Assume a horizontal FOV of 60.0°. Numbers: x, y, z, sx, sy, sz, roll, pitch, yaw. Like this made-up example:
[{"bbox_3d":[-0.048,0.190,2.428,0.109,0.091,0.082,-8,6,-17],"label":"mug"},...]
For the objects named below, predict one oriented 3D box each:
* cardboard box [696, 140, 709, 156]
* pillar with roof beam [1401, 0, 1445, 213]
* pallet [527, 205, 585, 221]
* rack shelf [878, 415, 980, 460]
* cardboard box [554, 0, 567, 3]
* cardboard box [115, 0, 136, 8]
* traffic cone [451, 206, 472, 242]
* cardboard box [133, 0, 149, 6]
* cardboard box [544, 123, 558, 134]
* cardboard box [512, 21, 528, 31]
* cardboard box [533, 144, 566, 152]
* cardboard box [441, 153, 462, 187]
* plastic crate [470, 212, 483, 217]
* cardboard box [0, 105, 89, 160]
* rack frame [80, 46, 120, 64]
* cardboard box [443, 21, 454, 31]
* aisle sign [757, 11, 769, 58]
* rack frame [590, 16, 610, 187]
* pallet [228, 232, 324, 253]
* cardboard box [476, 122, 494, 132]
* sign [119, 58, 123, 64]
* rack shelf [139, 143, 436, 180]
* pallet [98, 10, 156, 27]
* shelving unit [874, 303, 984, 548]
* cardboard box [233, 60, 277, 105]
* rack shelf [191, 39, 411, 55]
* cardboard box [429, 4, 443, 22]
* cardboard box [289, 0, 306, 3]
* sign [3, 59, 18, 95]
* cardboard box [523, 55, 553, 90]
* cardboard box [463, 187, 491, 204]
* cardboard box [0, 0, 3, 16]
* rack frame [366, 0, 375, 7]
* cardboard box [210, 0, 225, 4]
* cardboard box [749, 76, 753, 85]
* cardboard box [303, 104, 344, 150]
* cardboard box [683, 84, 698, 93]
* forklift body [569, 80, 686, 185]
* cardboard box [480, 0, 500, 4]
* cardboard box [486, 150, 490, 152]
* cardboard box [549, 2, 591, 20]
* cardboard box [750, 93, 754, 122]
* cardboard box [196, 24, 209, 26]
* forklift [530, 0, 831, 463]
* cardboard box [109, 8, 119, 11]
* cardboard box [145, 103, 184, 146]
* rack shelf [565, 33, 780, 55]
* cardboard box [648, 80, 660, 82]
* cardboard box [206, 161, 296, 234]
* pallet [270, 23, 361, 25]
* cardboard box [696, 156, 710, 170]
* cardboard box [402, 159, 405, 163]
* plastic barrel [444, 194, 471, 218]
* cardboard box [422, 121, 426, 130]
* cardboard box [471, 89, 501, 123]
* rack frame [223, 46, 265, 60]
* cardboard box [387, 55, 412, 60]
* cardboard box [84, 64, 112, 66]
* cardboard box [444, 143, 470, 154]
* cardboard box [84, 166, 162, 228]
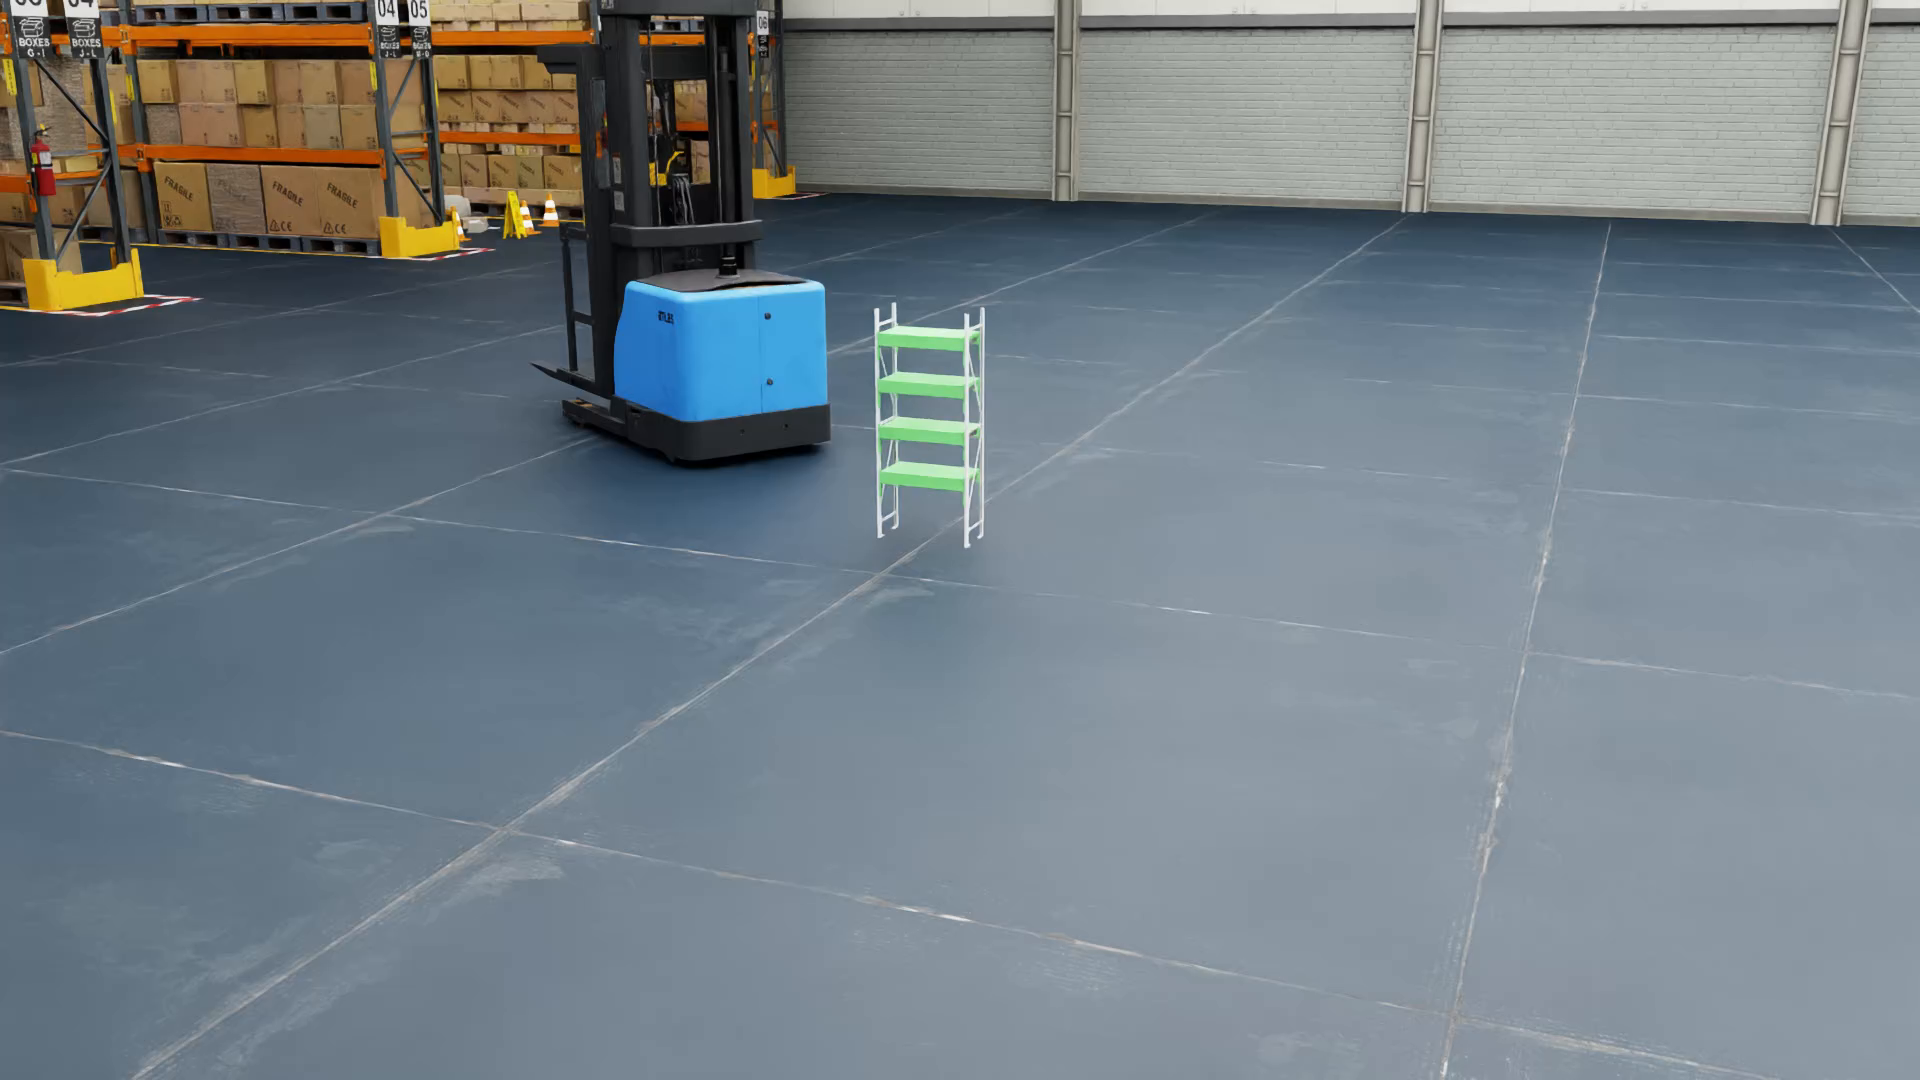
[{"bbox_3d":[-4.438,-7.104,30.148,0.500,0.250,0.500,7,17,22],"label":"cardboard box"},{"bbox_3d":[5.848,-8.567,22.044,0.400,9.000,9.100,6,17,21],"label":"pillar with roof beam"},{"bbox_3d":[-6.049,-5.199,26.202,1.213,0.211,1.003,6,17,21],"label":"pallet"},{"bbox_3d":[-0.154,-0.532,8.583,0.480,0.148,0.258,6,17,21],"label":"rack shelf"},{"bbox_3d":[-5.885,-8.135,24.955,0.250,0.149,0.380,7,17,22],"label":"cardboard box"},{"bbox_3d":[-11.149,-7.305,22.384,0.396,0.266,0.258,6,17,20],"label":"cardboard box"},{"bbox_3d":[-6.931,-4.348,22.820,0.334,0.463,0.336,6,17,21],"label":"traffic cone"},{"bbox_3d":[-10.465,-6.997,21.533,0.250,0.149,0.380,6,17,20],"label":"cardboard box"},{"bbox_3d":[-6.169,-6.329,25.544,0.250,0.149,0.380,6,17,20],"label":"cardboard box"},{"bbox_3d":[-6.609,-7.831,25.338,0.250,0.149,0.380,6,17,20],"label":"cardboard box"},{"bbox_3d":[-7.628,-7.246,31.760,0.625,0.625,0.875,7,18,23],"label":"cardboard box"},{"bbox_3d":[-8.005,-5.906,26.471,0.500,0.500,0.500,7,18,23],"label":"cardboard box"},{"bbox_3d":[-7.797,-5.071,25.999,0.583,0.080,0.402,0,16,1],"label":"plastic crate"},{"bbox_3d":[-9.373,-4.122,16.778,0.500,0.500,0.875,6,17,21],"label":"cardboard box"},{"bbox_3d":[-18.302,-9.362,35.542,0.127,3.000,1.000,6,17,21],"label":"rack frame"},{"bbox_3d":[-7.800,-7.967,25.807,0.250,0.149,0.380,6,17,19],"label":"cardboard box"},{"bbox_3d":[-3.465,-8.891,29.256,0.004,0.787,0.394,6,17,21],"label":"aisle sign"},{"bbox_3d":[-5.236,-6.438,25.469,0.127,3.000,1.000,6,17,21],"label":"rack frame"},{"bbox_3d":[-8.862,-3.991,22.043,1.213,0.211,1.003,6,17,21],"label":"pallet"},{"bbox_3d":[-7.350,-6.459,25.993,0.250,0.149,0.380,6,17,20],"label":"cardboard box"},{"bbox_3d":[-18.080,-10.212,35.826,0.005,0.325,0.100,6,17,21],"label":"sign"},{"bbox_3d":[-8.819,-5.003,21.816,4.000,0.370,1.077,6,17,21],"label":"rack shelf"},{"bbox_3d":[-11.550,-6.982,22.308,1.217,0.209,0.805,6,17,18],"label":"pallet"},{"bbox_3d":[-0.154,-0.593,8.565,0.503,1.200,0.258,6,17,21],"label":"shelving unit"},{"bbox_3d":[-8.846,-5.928,21.505,0.500,0.550,0.875,6,17,21],"label":"cardboard box"},{"bbox_3d":[-10.817,-8.147,27.265,4.000,0.370,1.077,6,17,21],"label":"rack shelf"},{"bbox_3d":[-8.165,-8.192,25.866,0.500,0.250,0.500,6,17,20],"label":"cardboard box"},{"bbox_3d":[-8.100,-6.737,20.639,0.250,0.149,0.380,6,17,21],"label":"cardboard box"},{"bbox_3d":[-9.094,-4.433,15.921,0.005,0.325,0.100,6,17,21],"label":"sign"},{"bbox_3d":[-6.259,-7.158,25.444,0.500,0.500,0.700,6,17,21],"label":"cardboard box"},{"bbox_3d":[-7.512,-5.492,26.391,0.500,0.250,0.500,6,17,20],"label":"cardboard box"},{"bbox_3d":[-9.414,-5.219,16.161,0.500,0.250,0.500,7,17,22],"label":"cardboard box"},{"bbox_3d":[-6.958,-8.025,20.175,0.127,3.000,1.000,6,17,21],"label":"rack frame"},{"bbox_3d":[-9.280,-6.867,21.086,0.250,0.149,0.380,6,17,21],"label":"cardboard box"},{"bbox_3d":[-3.828,-8.210,29.697,0.250,0.149,0.380,6,17,21],"label":"cardboard box"},{"bbox_3d":[-7.839,-5.292,21.255,0.550,0.550,0.875,6,17,21],"label":"cardboard box"},{"bbox_3d":[-4.803,-8.152,30.031,0.250,0.149,0.380,6,17,19],"label":"cardboard box"},{"bbox_3d":[-5.851,-7.039,29.061,1.214,2.155,2.313,6,17,21],"label":"forklift body"},{"bbox_3d":[-7.098,-8.247,25.340,0.250,0.149,0.380,7,18,22],"label":"cardboard box"},{"bbox_3d":[-7.834,-6.046,26.952,0.500,0.500,0.500,7,17,22],"label":"cardboard box"},{"bbox_3d":[-5.811,-7.932,24.970,0.500,0.250,0.500,6,17,20],"label":"cardboard box"},{"bbox_3d":[-3.972,-7.756,29.829,0.500,0.500,0.500,6,17,19],"label":"cardboard box"},{"bbox_3d":[-12.447,-8.500,27.642,0.250,0.149,0.380,6,17,21],"label":"cardboard box"},{"bbox_3d":[-2.082,-2.237,11.121,1.130,2.935,3.031,-11,20,-33],"label":"forklift"},{"bbox_3d":[-14.087,-8.884,28.002,0.258,0.266,0.396,6,17,19],"label":"cardboard box"},{"bbox_3d":[-10.331,-5.590,22.280,0.550,0.550,0.875,6,17,21],"label":"cardboard box"},{"bbox_3d":[-5.278,-9.025,30.291,4.000,0.370,1.077,6,17,21],"label":"rack shelf"},{"bbox_3d":[-5.485,-8.395,30.336,0.250,0.149,0.380,6,17,21],"label":"cardboard box"},{"bbox_3d":[-9.280,-4.560,22.060,0.875,0.875,0.875,6,17,21],"label":"cardboard box"},{"bbox_3d":[-10.458,-8.393,27.162,1.003,0.211,1.213,6,17,21],"label":"pallet"},{"bbox_3d":[-4.448,-6.870,30.238,0.500,0.250,0.500,6,17,20],"label":"cardboard box"},{"bbox_3d":[-11.332,-7.533,32.970,0.500,0.500,0.500,7,18,22],"label":"cardboard box"},{"bbox_3d":[-7.713,-5.019,25.203,0.512,0.421,0.421,-9,18,-27],"label":"plastic barrel"},{"bbox_3d":[-8.527,-6.598,26.473,0.250,0.149,0.380,7,18,22],"label":"cardboard box"},{"bbox_3d":[-7.235,-6.774,25.914,0.500,0.500,0.500,6,17,21],"label":"cardboard box"},{"bbox_3d":[-14.581,-8.953,34.133,0.127,3.000,1.000,6,17,21],"label":"rack frame"},{"bbox_3d":[-8.627,-7.417,26.335,0.500,0.500,0.700,6,17,20],"label":"cardboard box"},{"bbox_3d":[-14.663,-7.926,28.622,0.500,0.500,0.500,6,17,20],"label":"cardboard box"},{"bbox_3d":[-7.934,-6.189,26.282,0.250,0.149,0.380,7,18,23],"label":"cardboard box"},{"bbox_3d":[-11.289,-4.714,22.814,0.750,0.750,1.050,6,17,20],"label":"cardboard box"}]
